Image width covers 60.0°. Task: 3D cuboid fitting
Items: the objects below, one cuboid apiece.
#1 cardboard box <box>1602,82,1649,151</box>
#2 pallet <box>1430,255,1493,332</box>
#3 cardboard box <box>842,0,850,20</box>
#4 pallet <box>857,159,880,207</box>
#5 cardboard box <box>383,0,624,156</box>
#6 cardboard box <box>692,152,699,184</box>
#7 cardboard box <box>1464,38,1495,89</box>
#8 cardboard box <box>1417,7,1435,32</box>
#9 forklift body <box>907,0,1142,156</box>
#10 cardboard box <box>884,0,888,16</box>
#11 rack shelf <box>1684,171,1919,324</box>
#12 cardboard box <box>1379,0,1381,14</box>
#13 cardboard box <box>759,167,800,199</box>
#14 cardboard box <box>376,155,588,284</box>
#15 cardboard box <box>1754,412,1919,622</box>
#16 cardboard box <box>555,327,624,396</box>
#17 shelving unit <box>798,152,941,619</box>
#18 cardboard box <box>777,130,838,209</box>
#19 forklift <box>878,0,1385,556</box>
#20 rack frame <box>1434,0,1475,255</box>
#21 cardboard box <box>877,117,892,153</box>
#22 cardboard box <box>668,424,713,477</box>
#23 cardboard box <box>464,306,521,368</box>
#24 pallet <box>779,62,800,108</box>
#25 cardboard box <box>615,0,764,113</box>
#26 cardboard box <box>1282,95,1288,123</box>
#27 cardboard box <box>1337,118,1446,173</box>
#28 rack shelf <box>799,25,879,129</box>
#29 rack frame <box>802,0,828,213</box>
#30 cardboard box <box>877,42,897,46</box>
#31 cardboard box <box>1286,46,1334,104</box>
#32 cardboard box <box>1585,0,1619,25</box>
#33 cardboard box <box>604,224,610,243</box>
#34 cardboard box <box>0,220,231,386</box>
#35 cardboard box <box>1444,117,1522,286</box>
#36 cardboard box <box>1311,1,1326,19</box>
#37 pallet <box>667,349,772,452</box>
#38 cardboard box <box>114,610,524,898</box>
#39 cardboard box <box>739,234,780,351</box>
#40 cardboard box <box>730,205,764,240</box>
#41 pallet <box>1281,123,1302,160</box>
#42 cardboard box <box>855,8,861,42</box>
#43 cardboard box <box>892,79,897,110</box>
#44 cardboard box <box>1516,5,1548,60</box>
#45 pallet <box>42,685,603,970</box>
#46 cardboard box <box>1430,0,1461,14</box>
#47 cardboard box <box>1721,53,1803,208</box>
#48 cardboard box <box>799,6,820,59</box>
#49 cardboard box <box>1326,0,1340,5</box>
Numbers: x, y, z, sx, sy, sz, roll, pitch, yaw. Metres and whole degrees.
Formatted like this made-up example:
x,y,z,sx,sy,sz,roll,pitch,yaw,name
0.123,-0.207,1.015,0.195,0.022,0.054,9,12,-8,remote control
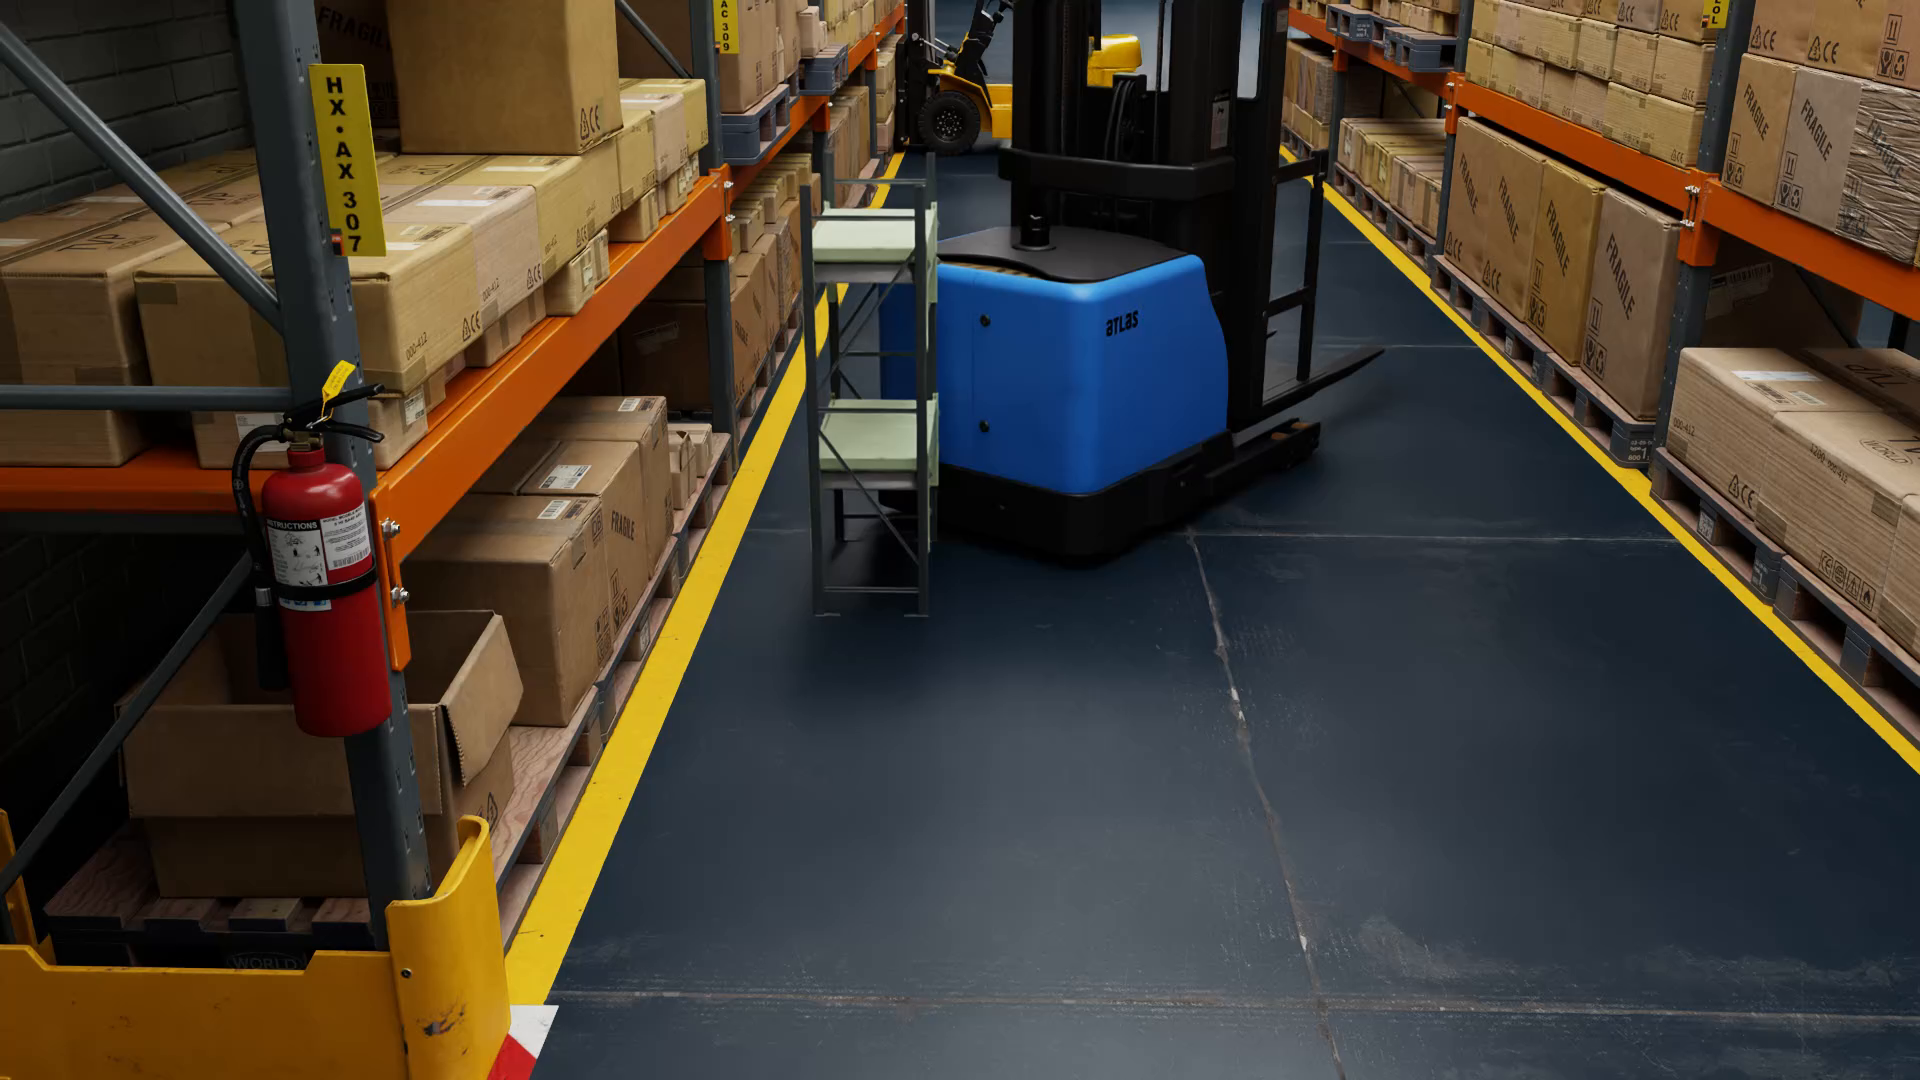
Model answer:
x,y,z,sx,sy,sz,roll,pitch,yaw,name
3.264,-1.924,7.548,0.500,0.250,0.500,0,21,1,cardboard box
3.508,-1.507,10.121,1.003,0.211,1.213,1,21,2,pallet
-1.046,-3.835,11.783,0.500,0.250,0.500,0,21,0,cardboard box
-1.216,-3.024,14.030,1.003,0.211,1.213,1,21,2,pallet
-1.269,-1.374,4.682,0.500,0.500,0.500,1,21,3,cardboard box
-1.233,-1.463,6.500,0.380,0.149,0.250,1,21,2,cardboard box
3.341,-2.847,9.927,0.500,0.250,0.500,0,21,1,cardboard box
3.281,-3.480,11.118,0.380,0.149,0.250,0,21,1,cardboard box
0.655,-4.936,16.276,2.313,2.155,1.214,1,21,2,forklift body
-0.945,-5.166,15.559,0.500,0.500,0.500,0,21,1,cardboard box
3.425,-0.586,4.888,1.077,0.370,4.000,1,21,2,rack shelf
3.389,-4.044,12.572,0.380,0.149,0.250,1,21,2,cardboard box
-1.146,-2.102,9.778,0.380,0.149,0.250,0,21,0,cardboard box
-1.287,-0.847,4.362,0.500,0.250,0.500,0,21,1,cardboard box
3.333,-0.097,5.593,0.875,0.438,0.875,0,21,0,cardboard box
-1.757,-0.909,7.601,0.500,0.500,0.500,1,21,1,cardboard box
-0.299,-0.561,5.902,0.431,1.500,0.755,1,21,2,shelving unit
-1.322,-2.458,11.421,0.875,0.625,0.625,1,21,3,cardboard box
0.965,-1.772,7.045,1.130,2.935,3.031,16,26,35,forklift
3.607,-3.091,10.349,1.000,3.000,0.127,1,21,2,rack frame
-0.887,-3.676,15.076,0.500,0.250,0.500,1,21,2,cardboard box
-1.199,-0.360,6.671,0.380,0.149,0.250,0,21,0,cardboard box
-1.310,-0.529,4.093,0.380,0.149,0.250,1,21,3,cardboard box
-1.409,-2.352,8.709,1.003,0.211,1.213,1,21,2,pallet
-1.238,-2.113,7.109,0.700,0.500,0.500,1,21,3,cardboard box
3.527,-4.424,17.006,0.500,0.250,0.500,1,21,4,cardboard box
3.715,-3.318,13.987,0.950,0.372,0.625,1,21,2,cardboard box
-1.293,-3.532,12.480,1.077,0.370,4.000,1,21,2,rack shelf
-1.354,-3.144,10.486,1.000,3.000,0.127,1,21,2,rack frame
-0.828,-4.880,16.797,0.500,0.250,0.500,1,21,2,cardboard box
3.514,-4.580,16.369,0.500,0.500,0.500,1,21,3,cardboard box
3.292,-2.692,7.800,0.500,0.500,0.500,1,21,3,cardboard box
-1.338,-0.995,5.294,0.380,0.149,0.250,1,21,2,cardboard box
-1.849,-0.490,3.441,0.500,0.250,0.500,1,21,3,cardboard box
3.503,-2.048,10.016,0.875,0.875,0.875,0,21,1,cardboard box
3.462,-4.907,15.377,0.380,0.149,0.250,0,21,1,cardboard box
-1.489,-0.693,8.022,1.003,0.211,1.213,1,21,2,pallet
-1.484,0.496,3.974,0.797,0.503,0.637,0,21,-1,cardboard box
-1.210,-1.274,8.541,0.500,0.500,0.500,0,21,0,cardboard box
-1.222,-1.631,8.563,0.380,0.149,0.250,1,21,4,cardboard box
3.748,-3.923,16.347,1.003,0.211,1.213,1,21,2,pallet
-1.042,-3.975,12.833,0.500,0.250,0.500,1,21,2,cardboard box
-0.869,-4.273,15.924,0.500,0.250,0.500,0,21,1,cardboard box
3.301,-2.707,8.875,0.500,0.250,0.500,1,21,1,cardboard box
-1.572,0.733,4.350,1.003,0.211,1.213,1,21,2,pallet
3.343,-3.640,10.633,0.500,0.500,0.500,0,21,0,cardboard box
3.210,-1.525,6.174,0.500,0.500,0.500,1,21,3,cardboard box
-1.063,-2.885,9.445,0.500,0.250,0.500,0,21,-1,cardboard box
3.494,-4.886,14.426,0.500,0.500,0.500,0,21,0,cardboard box
